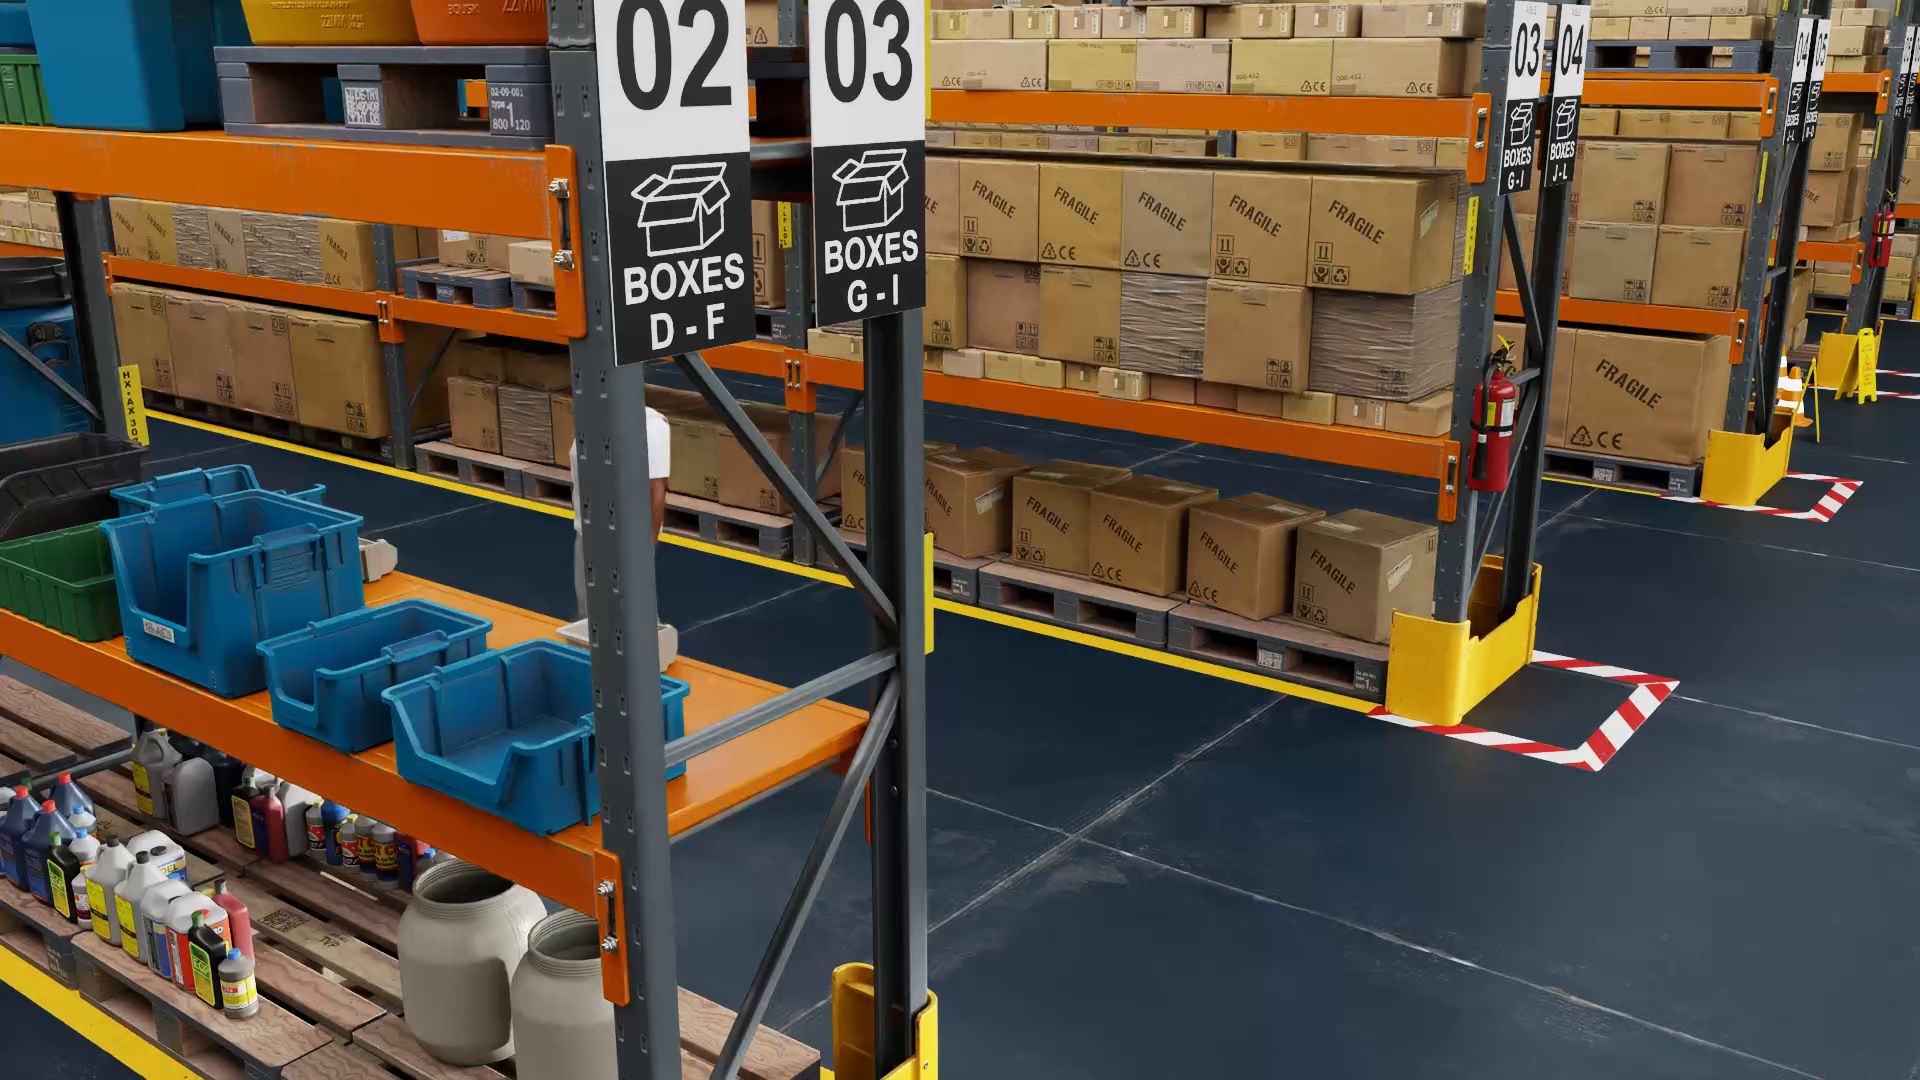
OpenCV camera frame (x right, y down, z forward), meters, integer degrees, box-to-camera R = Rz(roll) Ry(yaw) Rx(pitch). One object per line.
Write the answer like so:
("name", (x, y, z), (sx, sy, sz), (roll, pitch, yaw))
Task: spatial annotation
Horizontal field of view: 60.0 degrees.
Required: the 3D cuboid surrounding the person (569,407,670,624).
("person", (-1.568, -0.012, 7.563), (0.564, 1.767, 0.417), (12, 20, 36))
